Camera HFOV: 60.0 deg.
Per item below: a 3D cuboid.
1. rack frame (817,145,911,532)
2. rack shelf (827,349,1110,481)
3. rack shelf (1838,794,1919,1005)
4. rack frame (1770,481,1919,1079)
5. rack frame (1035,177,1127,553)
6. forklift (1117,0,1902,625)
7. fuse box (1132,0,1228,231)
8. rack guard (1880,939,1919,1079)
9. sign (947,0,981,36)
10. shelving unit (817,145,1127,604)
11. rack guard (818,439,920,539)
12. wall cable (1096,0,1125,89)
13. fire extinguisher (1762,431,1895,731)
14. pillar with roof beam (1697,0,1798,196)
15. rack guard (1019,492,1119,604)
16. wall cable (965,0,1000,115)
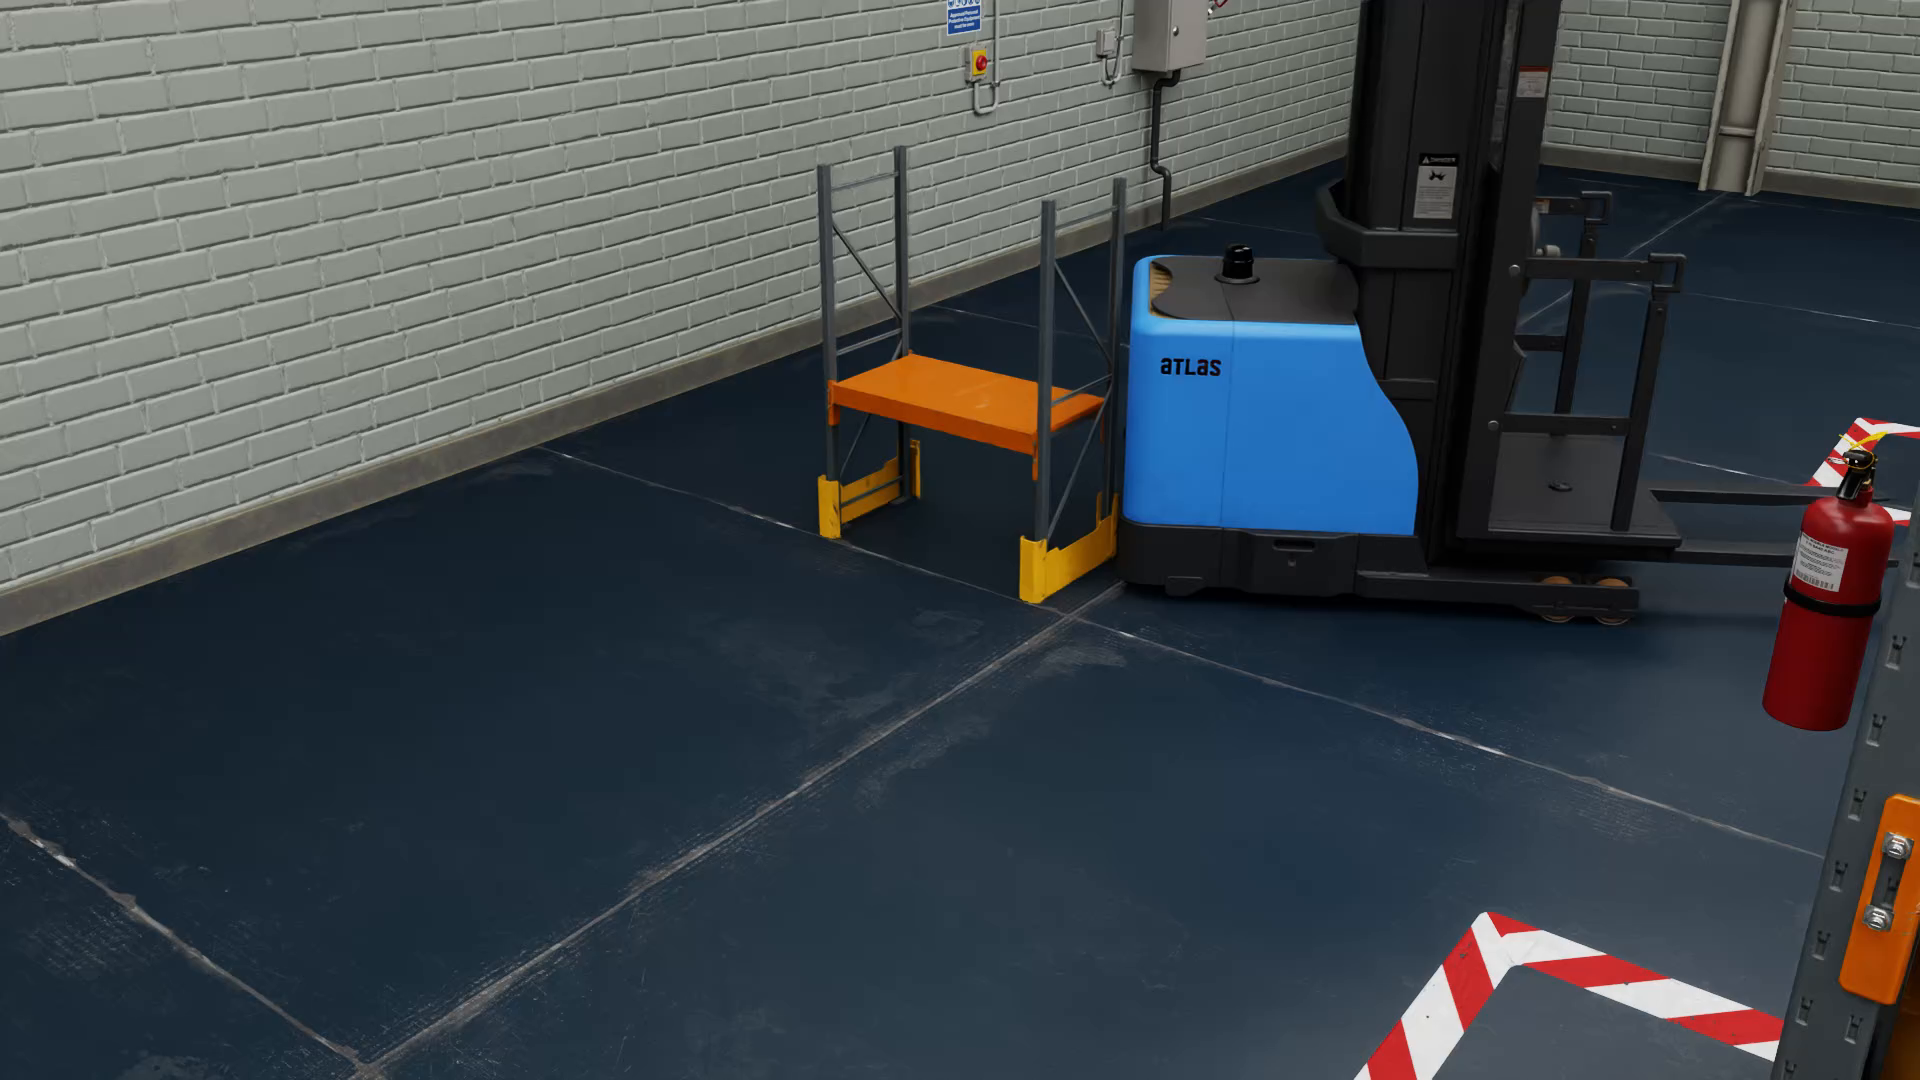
[{"bbox_3d":[-0.373,-0.791,6.685,0.032,1.500,0.500,17,29,33],"label":"rack frame"},{"bbox_3d":[0.033,-0.503,6.478,1.000,0.185,0.538,17,29,33],"label":"rack shelf"},{"bbox_3d":[3.341,0.881,1.923,4.000,0.370,1.077,17,29,33],"label":"rack shelf"},{"bbox_3d":[1.739,0.069,2.873,0.053,2.616,0.949,17,29,33],"label":"rack frame"},{"bbox_3d":[0.439,-0.544,6.125,0.032,1.500,0.500,17,29,33],"label":"rack frame"},{"bbox_3d":[2.146,-1.258,5.969,3.031,2.935,1.130,3,24,6],"label":"forklift"},{"bbox_3d":[1.479,-2.962,11.351,0.414,1.711,0.539,17,29,33],"label":"fuse box"},{"bbox_3d":[1.802,1.230,3.338,0.348,0.500,1.175,17,29,33],"label":"rack guard"},{"bbox_3d":[0.025,-3.032,9.577,0.001,0.218,0.327,17,29,33],"label":"sign"},{"bbox_3d":[0.026,-0.670,6.410,1.083,1.500,0.587,17,29,33],"label":"shelving unit"},{"bbox_3d":[-0.372,-0.219,6.936,0.087,0.250,0.587,17,29,33],"label":"rack guard"},{"bbox_3d":[0.944,-3.835,10.473,0.122,1.984,0.588,17,29,33],"label":"wall cable"},{"bbox_3d":[1.816,0.064,3.442,0.183,0.674,0.296,17,29,33],"label":"fire extinguisher"},{"bbox_3d":[3.404,-5.455,7.970,0.400,9.000,9.100,17,29,33],"label":"pillar with roof beam"},{"bbox_3d":[0.424,0.023,6.388,0.087,0.250,0.587,17,29,33],"label":"rack guard"},{"bbox_3d":[0.103,-3.389,9.422,0.123,1.953,0.585,17,29,33],"label":"wall cable"}]
